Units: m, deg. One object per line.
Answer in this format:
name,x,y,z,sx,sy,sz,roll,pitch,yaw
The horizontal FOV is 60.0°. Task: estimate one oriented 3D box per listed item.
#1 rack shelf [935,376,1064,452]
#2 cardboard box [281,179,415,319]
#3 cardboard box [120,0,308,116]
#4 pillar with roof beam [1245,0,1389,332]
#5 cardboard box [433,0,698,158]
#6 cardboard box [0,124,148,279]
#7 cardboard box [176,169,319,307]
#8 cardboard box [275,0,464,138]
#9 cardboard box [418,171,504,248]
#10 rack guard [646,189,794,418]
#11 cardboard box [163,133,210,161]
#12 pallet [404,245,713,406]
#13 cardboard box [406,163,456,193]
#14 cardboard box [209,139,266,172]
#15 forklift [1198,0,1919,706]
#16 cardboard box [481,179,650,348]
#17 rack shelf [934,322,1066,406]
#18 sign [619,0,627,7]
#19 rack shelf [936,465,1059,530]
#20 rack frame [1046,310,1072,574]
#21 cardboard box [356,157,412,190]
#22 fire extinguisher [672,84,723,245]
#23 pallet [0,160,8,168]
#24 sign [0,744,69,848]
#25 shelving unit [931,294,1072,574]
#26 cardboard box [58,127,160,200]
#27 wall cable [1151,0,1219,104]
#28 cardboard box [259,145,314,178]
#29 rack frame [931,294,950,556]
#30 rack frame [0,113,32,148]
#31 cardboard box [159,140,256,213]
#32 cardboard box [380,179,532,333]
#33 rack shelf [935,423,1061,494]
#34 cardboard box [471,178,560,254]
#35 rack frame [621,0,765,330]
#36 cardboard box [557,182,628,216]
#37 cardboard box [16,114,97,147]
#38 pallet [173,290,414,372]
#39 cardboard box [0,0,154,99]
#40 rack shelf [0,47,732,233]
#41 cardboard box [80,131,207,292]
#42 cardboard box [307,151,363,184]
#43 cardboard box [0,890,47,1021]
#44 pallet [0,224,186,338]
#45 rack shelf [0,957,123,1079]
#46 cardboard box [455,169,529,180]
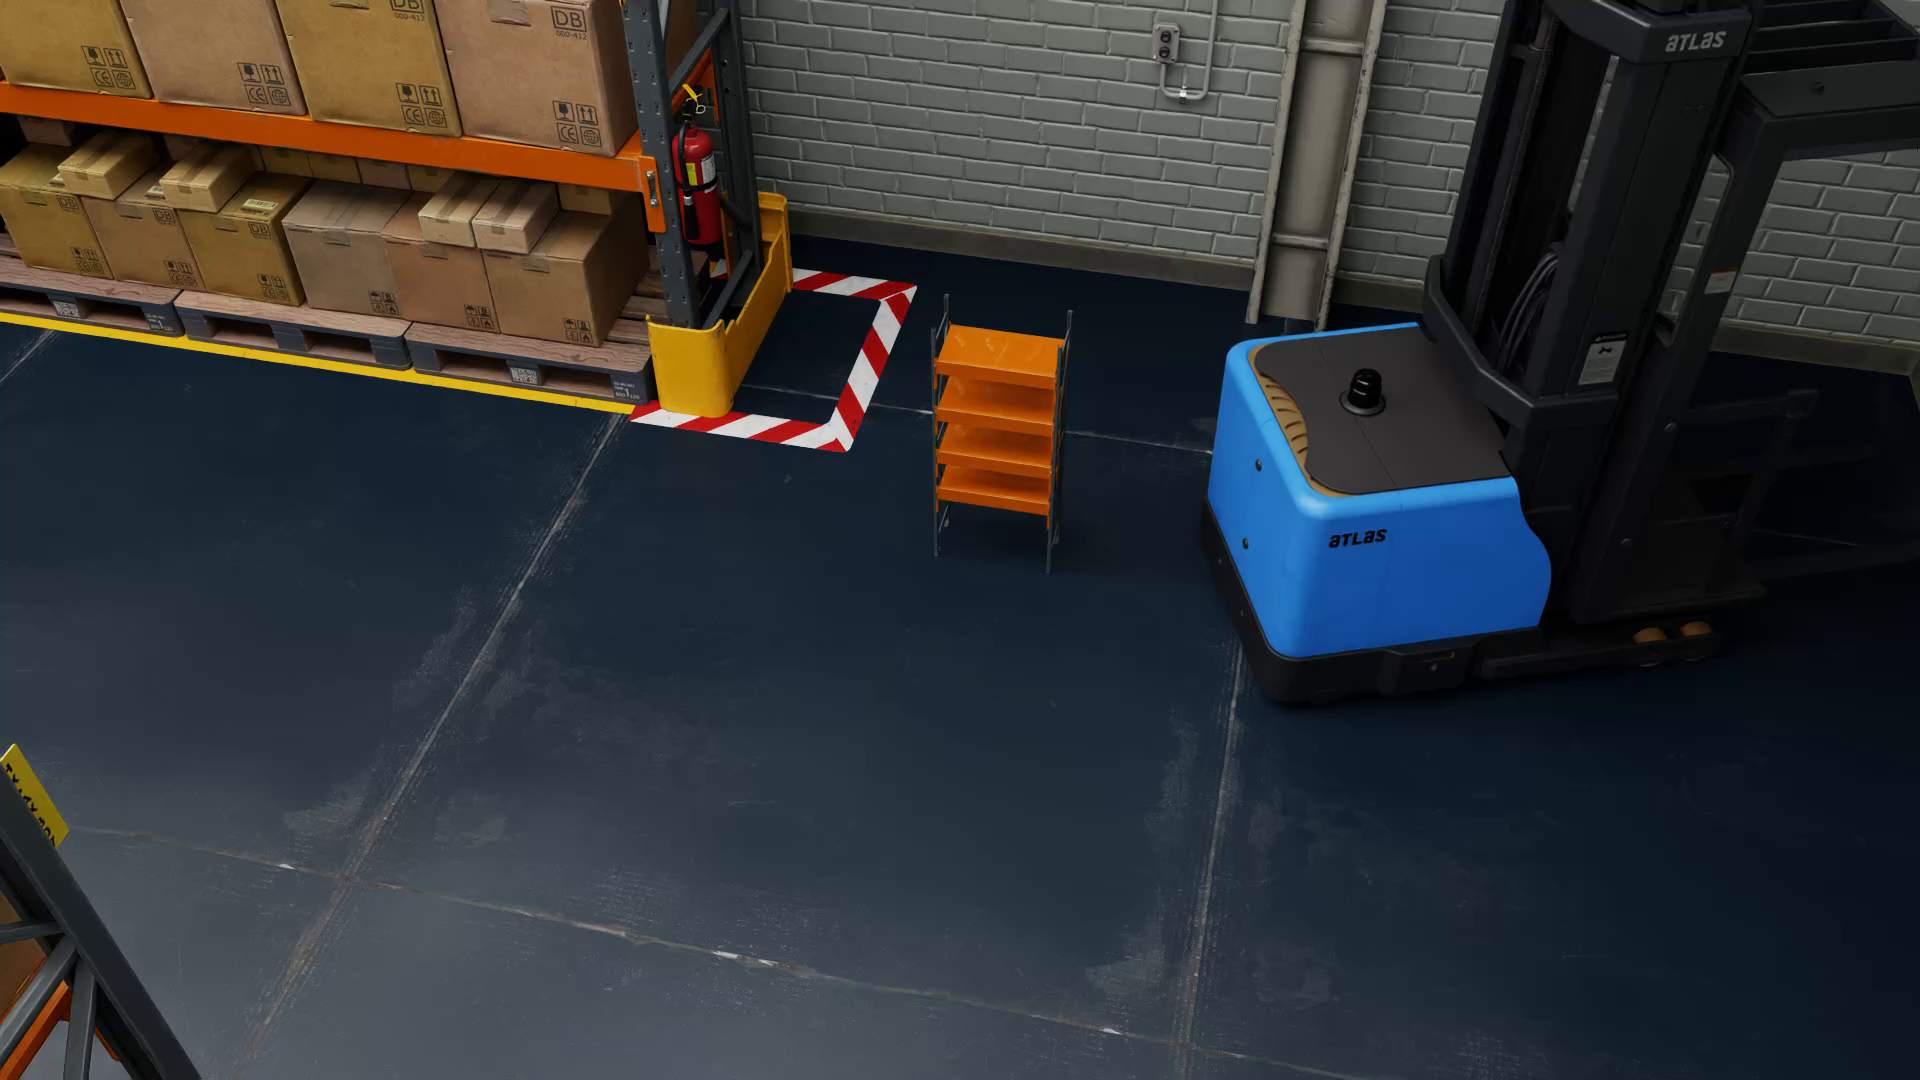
rack shelf,0.162,-0.520,6.659,0.480,0.148,0.258,9,45,9
cardboard box,-2.848,-1.509,8.115,0.500,0.500,0.700,7,44,8
cardboard box,-3.118,-2.472,7.399,0.700,0.700,0.980,7,44,7
pillar with roof beam,0.720,-1.493,2.273,0.400,9.000,9.100,9,45,9
cardboard box,-1.664,-2.247,7.166,0.700,0.700,0.980,11,45,11
cardboard box,-4.360,-1.743,8.357,0.500,0.500,0.700,9,45,10
cardboard box,-3.370,-1.585,8.194,0.500,0.500,0.700,10,45,10
cardboard box,-2.376,-2.350,7.272,0.700,0.700,0.980,8,45,9
cardboard box,-2.284,-1.526,7.664,0.250,0.149,0.380,10,45,10
rack guard,-1.141,-1.165,8.060,0.348,0.500,1.175,9,45,9
cardboard box,-3.686,-2.015,8.172,0.250,0.149,0.380,8,44,8
pallet,-1.961,-1.132,8.234,1.213,0.211,1.003,9,45,9
cardboard box,-2.442,-1.822,7.972,0.250,0.149,0.380,9,45,9
cardboard box,-3.440,-1.976,8.132,0.250,0.149,0.380,9,45,9
forklift,2.587,-0.903,6.034,3.031,2.935,1.130,-7,44,-7
cardboard box,-1.869,-1.358,7.958,0.500,0.500,0.700,9,45,9
rack shelf,0.162,-0.690,6.495,0.480,0.148,0.258,9,45,9
sign,-1.296,-2.206,6.333,0.005,0.325,0.100,9,45,9
rack shelf,0.162,-0.216,6.952,0.480,0.148,0.258,9,45,9
rack frame,0.400,-0.370,6.730,0.015,1.200,0.240,9,45,9
cardboard box,-2.690,-1.860,8.012,0.250,0.149,0.380,9,45,10
fire extinguisher,-1.118,-1.572,7.004,0.183,0.674,0.296,9,45,9
pallet,-5.837,-1.736,8.861,1.213,0.211,1.003,9,45,9
sign,-2.124,0.605,3.794,0.005,0.325,0.100,9,45,9
shelving unit,0.162,-0.407,6.768,0.503,1.200,0.258,9,45,9
cardboard box,-4.066,-1.801,7.950,0.250,0.149,0.380,10,45,10
wall cable,0.292,-2.881,7.308,1.851,1.984,0.084,9,45,9
cardboard box,-3.188,-1.937,8.092,0.250,0.149,0.380,8,44,8
rack frame,-0.077,-0.444,6.806,0.015,1.200,0.240,9,45,9
rack frame,-5.068,-2.675,7.826,0.127,3.000,1.000,9,45,9
cardboard box,-3.556,-1.722,7.868,0.250,0.149,0.380,8,44,8
cardboard box,-2.357,-1.434,8.036,0.500,0.500,0.700,9,45,9
rack shelf,0.162,-0.359,6.815,0.480,0.148,0.258,9,45,9
cardboard box,-2.034,-1.488,7.625,0.250,0.149,0.380,8,45,9
rack frame,-1.164,-2.069,7.196,0.127,3.000,1.000,9,45,9
cardboard box,-1.703,-1.708,7.854,0.250,0.149,0.380,9,45,9
cardboard box,-4.458,-2.133,8.295,0.250,0.149,0.380,9,45,9
pallet,-3.148,-1.319,8.428,1.213,0.211,1.003,9,45,9
cardboard box,-3.831,-2.575,7.506,0.700,0.700,0.980,8,44,8
rack shelf,-3.116,-2.113,7.761,4.000,0.370,1.077,9,45,9
cardboard box,-3.871,-1.664,8.276,0.500,0.500,0.700,8,45,9
cardboard box,-2.941,-1.899,8.052,0.250,0.149,0.380,9,45,9
cardboard box,-2.618,1.002,3.934,0.500,0.500,0.500,10,45,10
pallet,-4.343,-1.502,8.618,1.213,0.211,1.003,9,45,9
rack shelf,-4.194,1.240,4.277,4.000,0.370,1.077,9,45,9
cardboard box,-2.198,-1.784,7.933,0.250,0.149,0.380,9,45,9
